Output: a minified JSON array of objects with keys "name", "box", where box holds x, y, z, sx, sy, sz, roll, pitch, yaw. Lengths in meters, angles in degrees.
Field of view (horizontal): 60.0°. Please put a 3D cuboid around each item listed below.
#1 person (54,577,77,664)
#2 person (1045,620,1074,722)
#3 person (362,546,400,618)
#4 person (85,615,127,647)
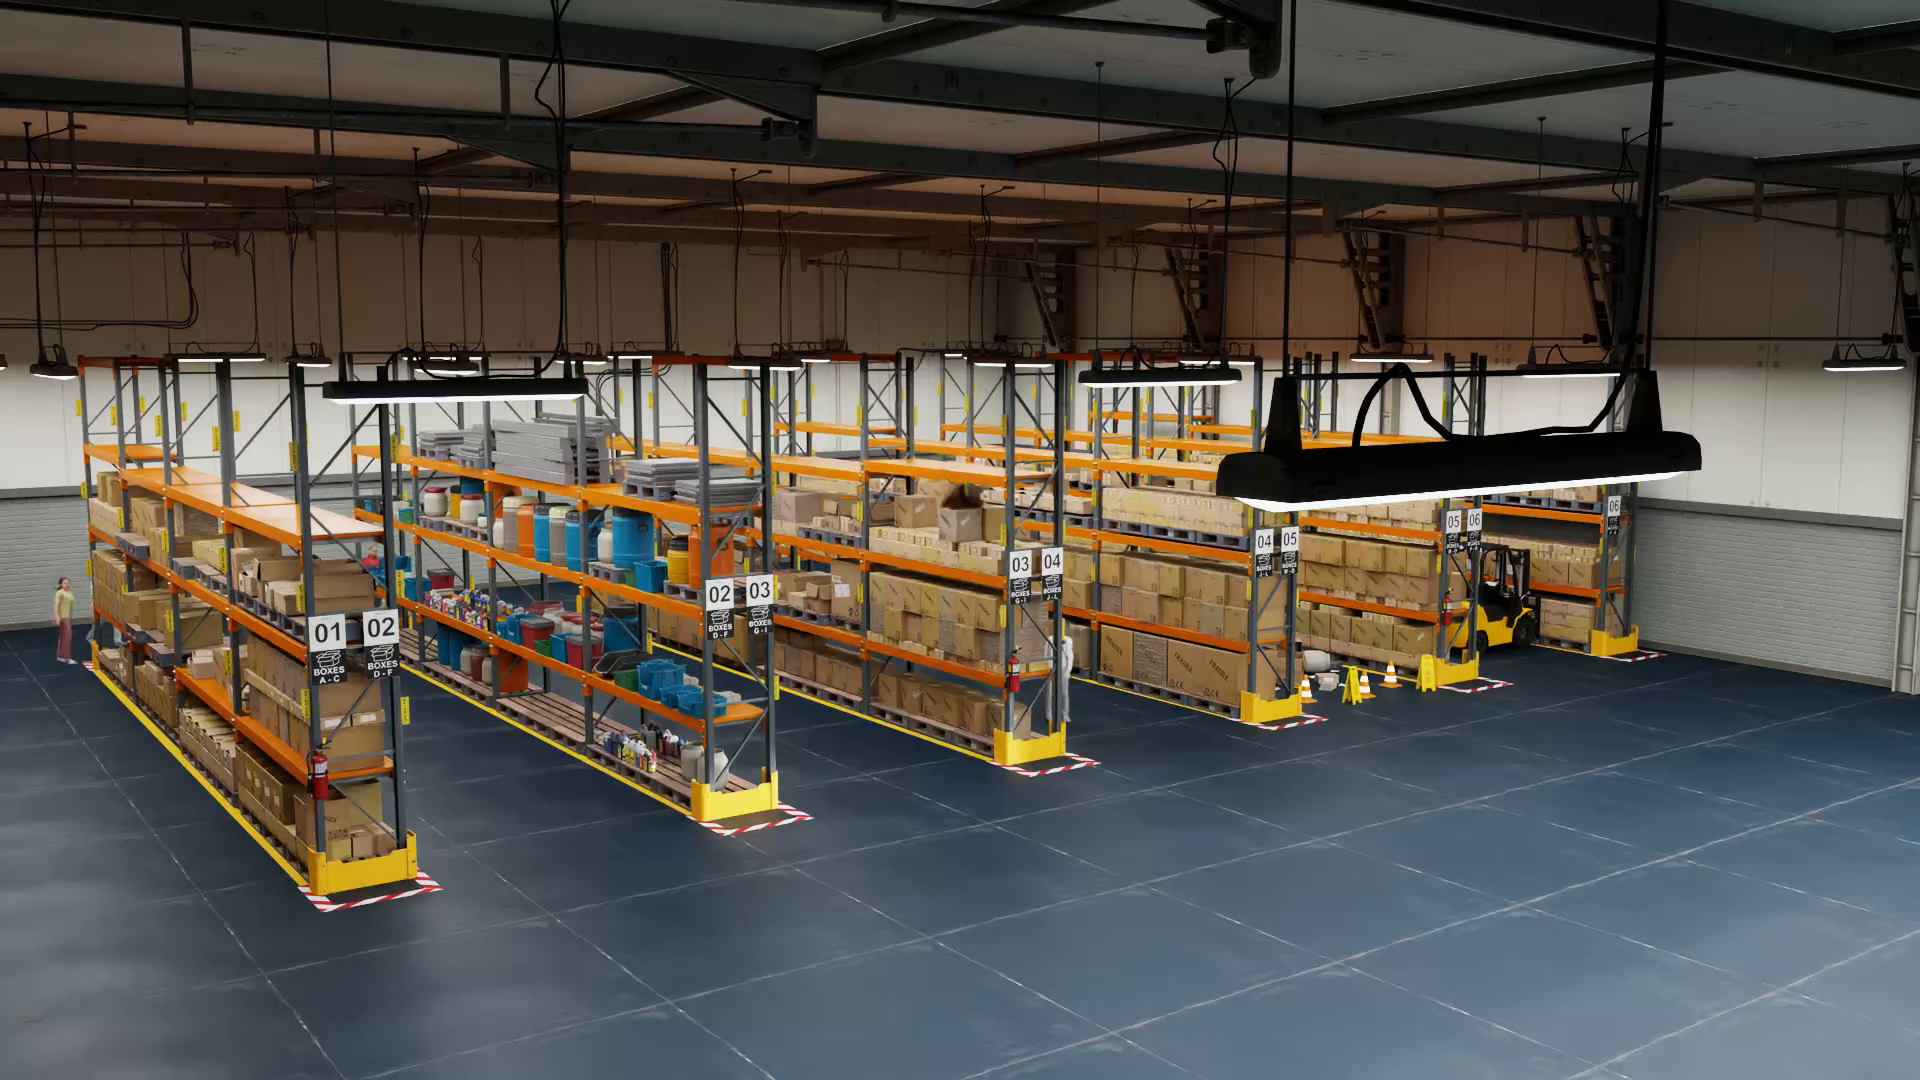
[{"name":"person","box":[-17.513,1.576,32.513,0.419,1.703,0.647,-2,7,-16]},{"name":"person","box":[1.625,2.145,27.637,0.529,1.693,0.440,1,7,6]},{"name":"person","box":[-13.073,0.959,37.283,1.009,1.670,0.623,3,8,25]},{"name":"person","box":[-17.570,1.386,34.163,0.908,1.617,0.518,3,8,23]}]
